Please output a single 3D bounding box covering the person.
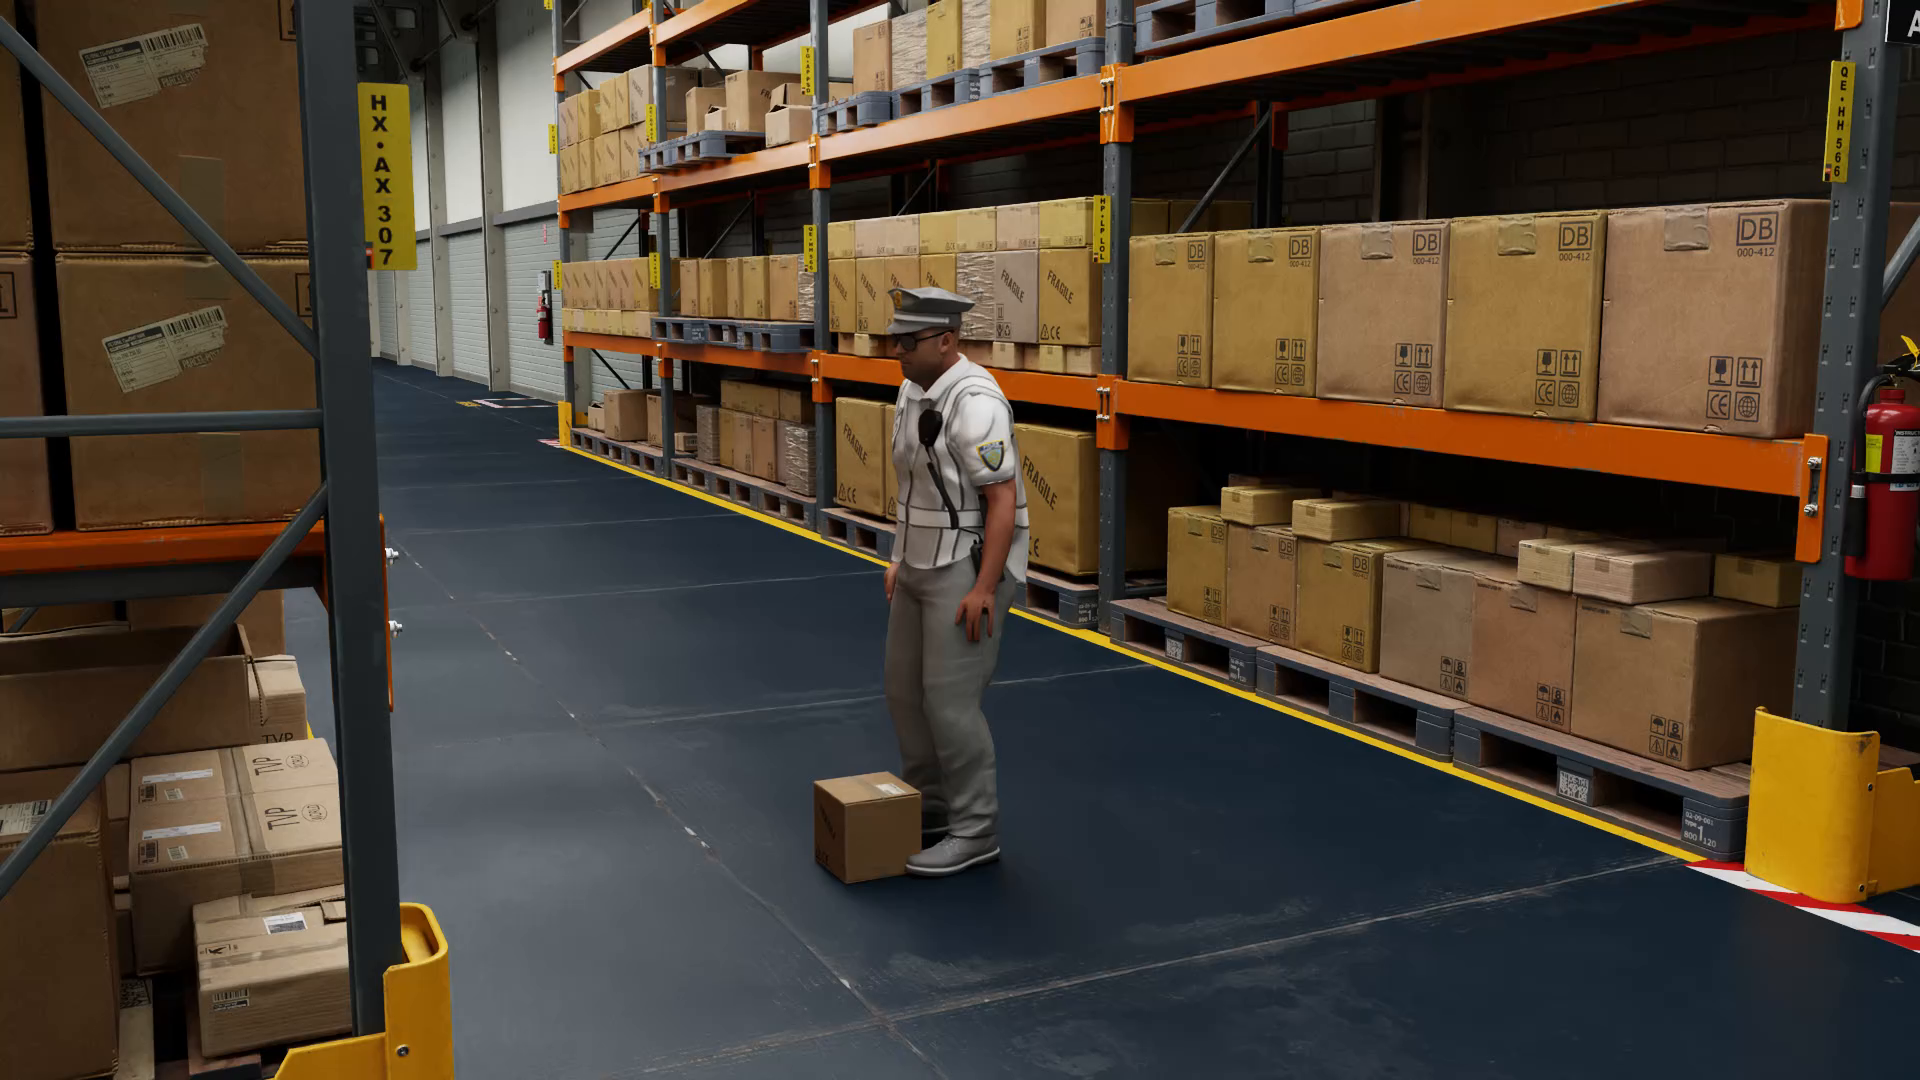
[{"bbox_3d":[-0.035,0.111,5.073,0.438,1.747,0.596,-5,10,-29],"label":"person"}]
